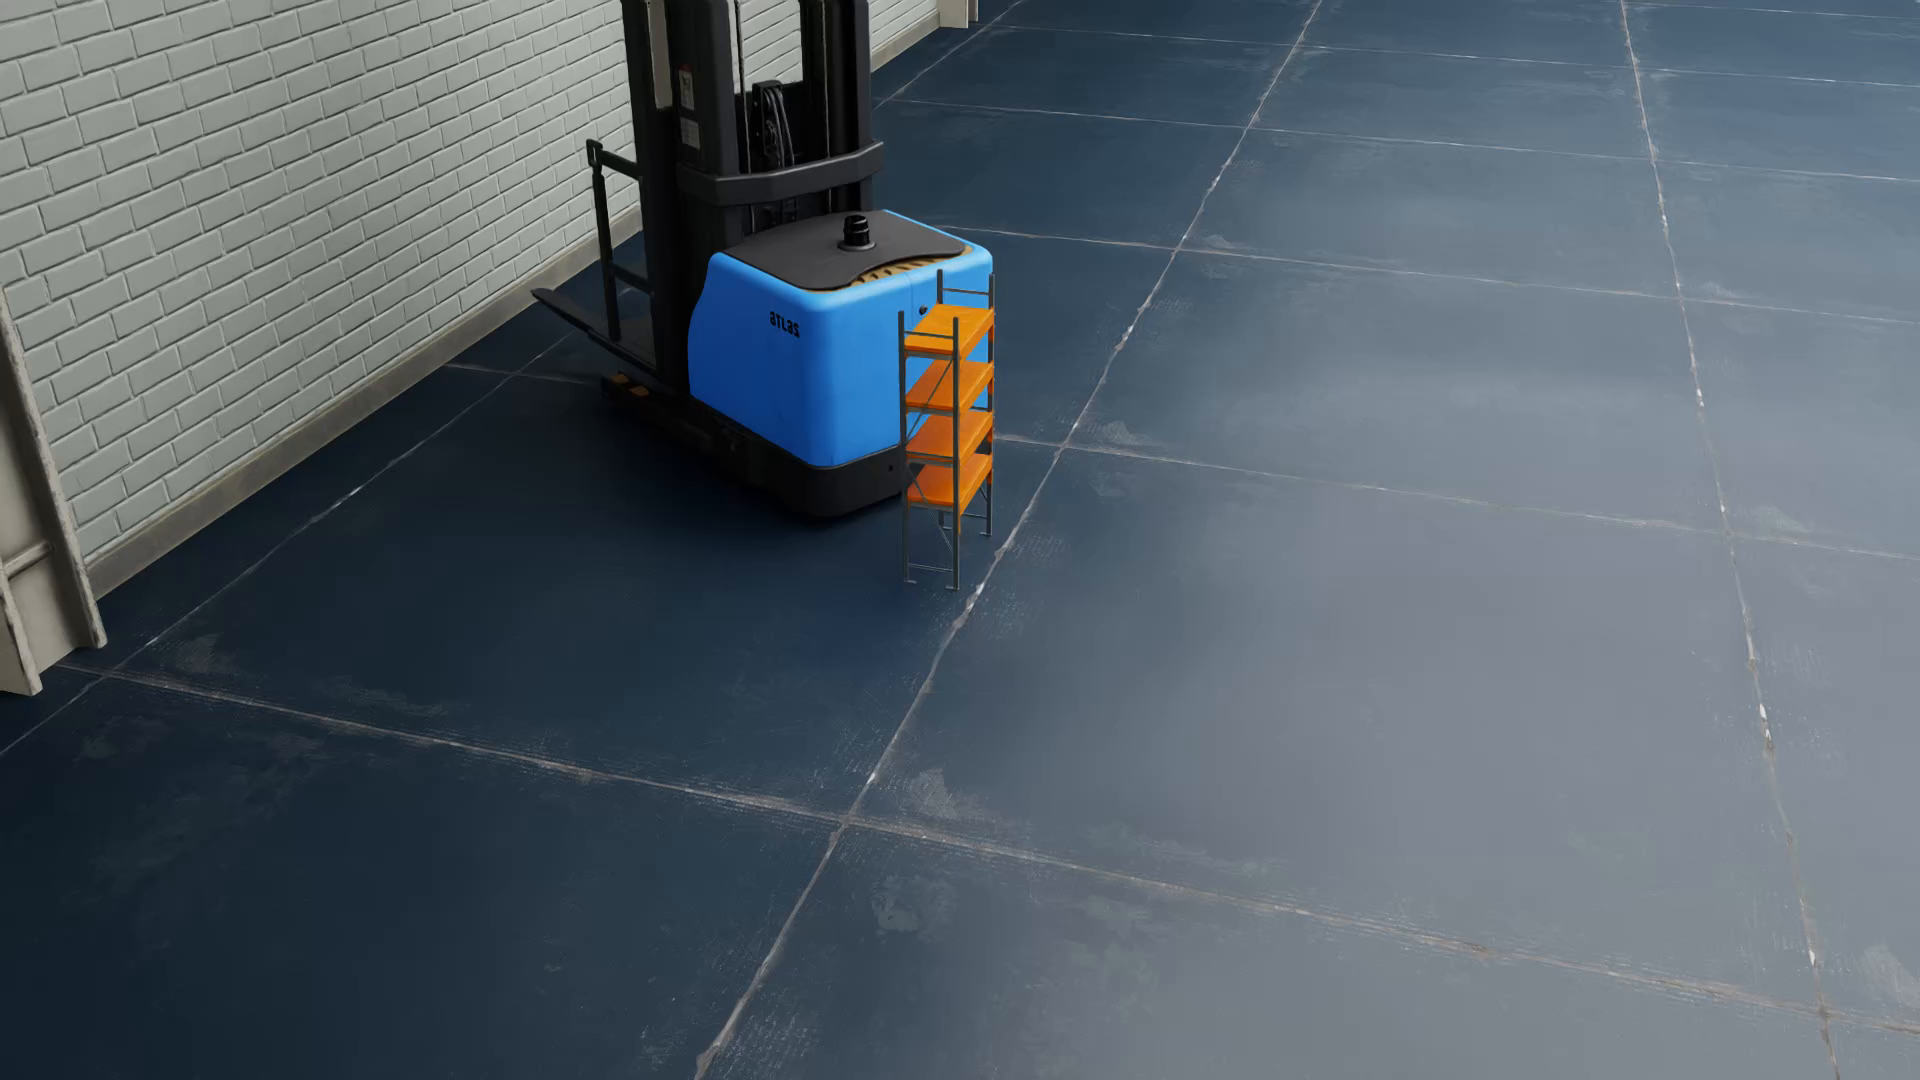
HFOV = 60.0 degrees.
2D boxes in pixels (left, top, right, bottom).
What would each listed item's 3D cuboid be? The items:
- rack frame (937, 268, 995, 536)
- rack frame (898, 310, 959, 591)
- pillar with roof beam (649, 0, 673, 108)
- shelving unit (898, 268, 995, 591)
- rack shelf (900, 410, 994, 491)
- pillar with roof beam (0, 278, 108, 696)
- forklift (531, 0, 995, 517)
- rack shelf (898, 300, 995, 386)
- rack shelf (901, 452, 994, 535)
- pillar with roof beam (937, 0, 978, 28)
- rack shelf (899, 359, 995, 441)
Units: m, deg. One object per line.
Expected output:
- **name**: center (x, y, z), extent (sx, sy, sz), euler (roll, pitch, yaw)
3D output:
- **rack frame**: center (0.023, -0.561, 7.024), extent (0.240, 1.200, 0.015), euler (8, 30, 15)
- **rack frame**: center (-0.120, -0.334, 6.616), extent (0.240, 1.200, 0.015), euler (8, 30, 15)
- **pillar with roof beam**: center (2.328, -5.638, 8.128), extent (9.100, 9.000, 0.400), euler (8, 30, 15)
- **shelving unit**: center (-0.049, -0.447, 6.820), extent (0.258, 1.200, 0.503), euler (8, 30, 15)
- **rack shelf**: center (-0.049, -0.389, 6.853), extent (0.258, 0.148, 0.480), euler (8, 30, 15)
- **pillar with roof beam**: center (0.567, -2.850, 3.116), extent (9.100, 9.000, 0.400), euler (8, 30, 15)
- **forklift**: center (-1.171, -2.022, 7.870), extent (1.130, 2.935, 3.031), euler (-22, 36, -34)
- **rack shelf**: center (-0.049, -0.791, 6.629), extent (0.258, 0.148, 0.480), euler (8, 30, 15)
- **rack shelf**: center (-0.049, -0.215, 6.949), extent (0.258, 0.148, 0.480), euler (8, 30, 15)
- **pillar with roof beam**: center (4.089, -8.426, 13.140), extent (9.100, 9.000, 0.400), euler (8, 30, 15)
- **rack shelf**: center (-0.049, -0.584, 6.744), extent (0.258, 0.148, 0.480), euler (8, 30, 15)
